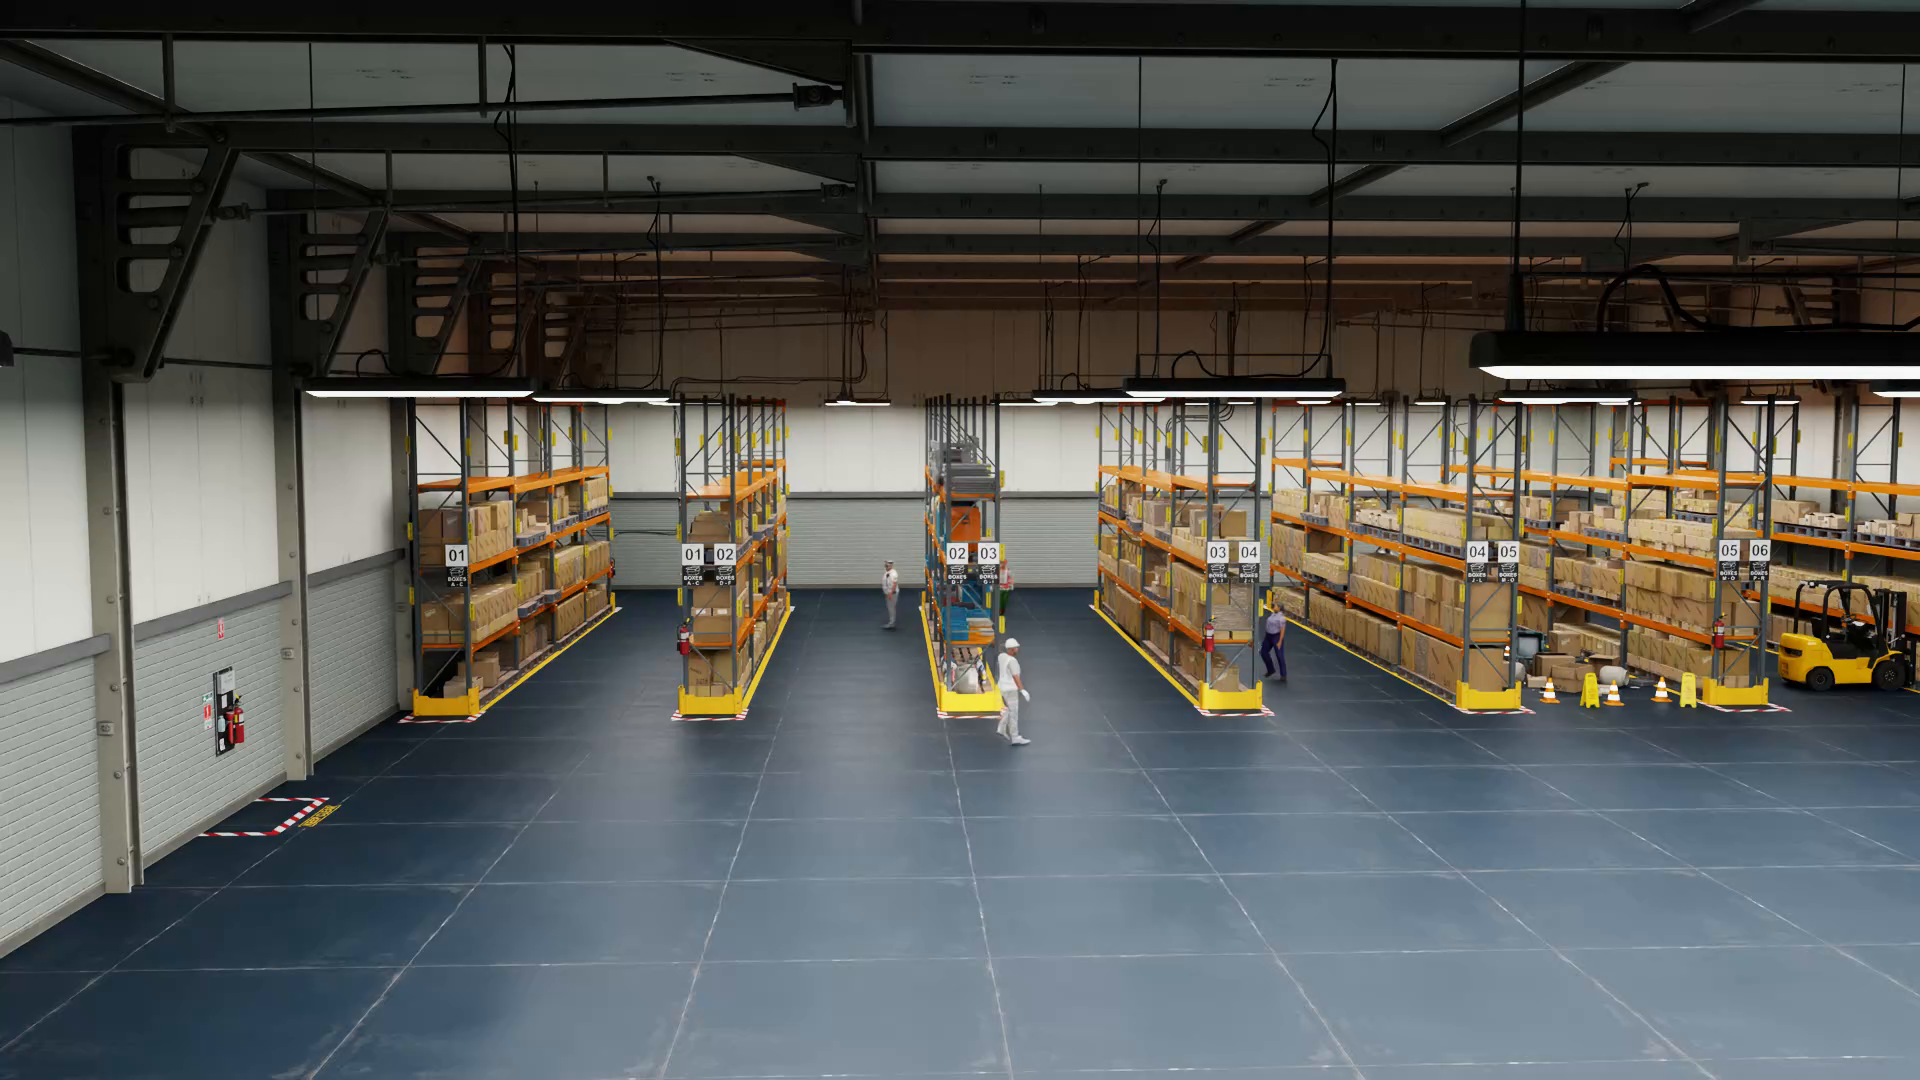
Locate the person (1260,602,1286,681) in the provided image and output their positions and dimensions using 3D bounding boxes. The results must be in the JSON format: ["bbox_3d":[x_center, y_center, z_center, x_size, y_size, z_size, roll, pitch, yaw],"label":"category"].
[{"bbox_3d":[6.675,2.137,35.168,0.349,1.679,0.637,-3,5,-33],"label":"person"}]

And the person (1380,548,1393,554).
[{"bbox_3d":[13.002,0.899,50.465,0.595,1.693,0.408,0,5,2],"label":"person"}]

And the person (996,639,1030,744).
[{"bbox_3d":[0.892,2.576,28.499,0.508,1.784,0.720,-1,5,-16],"label":"person"}]

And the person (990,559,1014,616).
[{"bbox_3d":[1.131,1.370,44.524,0.624,1.813,0.877,0,5,-5],"label":"person"}]

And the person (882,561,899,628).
[{"bbox_3d":[-1.836,1.413,43.418,0.443,1.765,0.554,-2,5,-25],"label":"person"}]
